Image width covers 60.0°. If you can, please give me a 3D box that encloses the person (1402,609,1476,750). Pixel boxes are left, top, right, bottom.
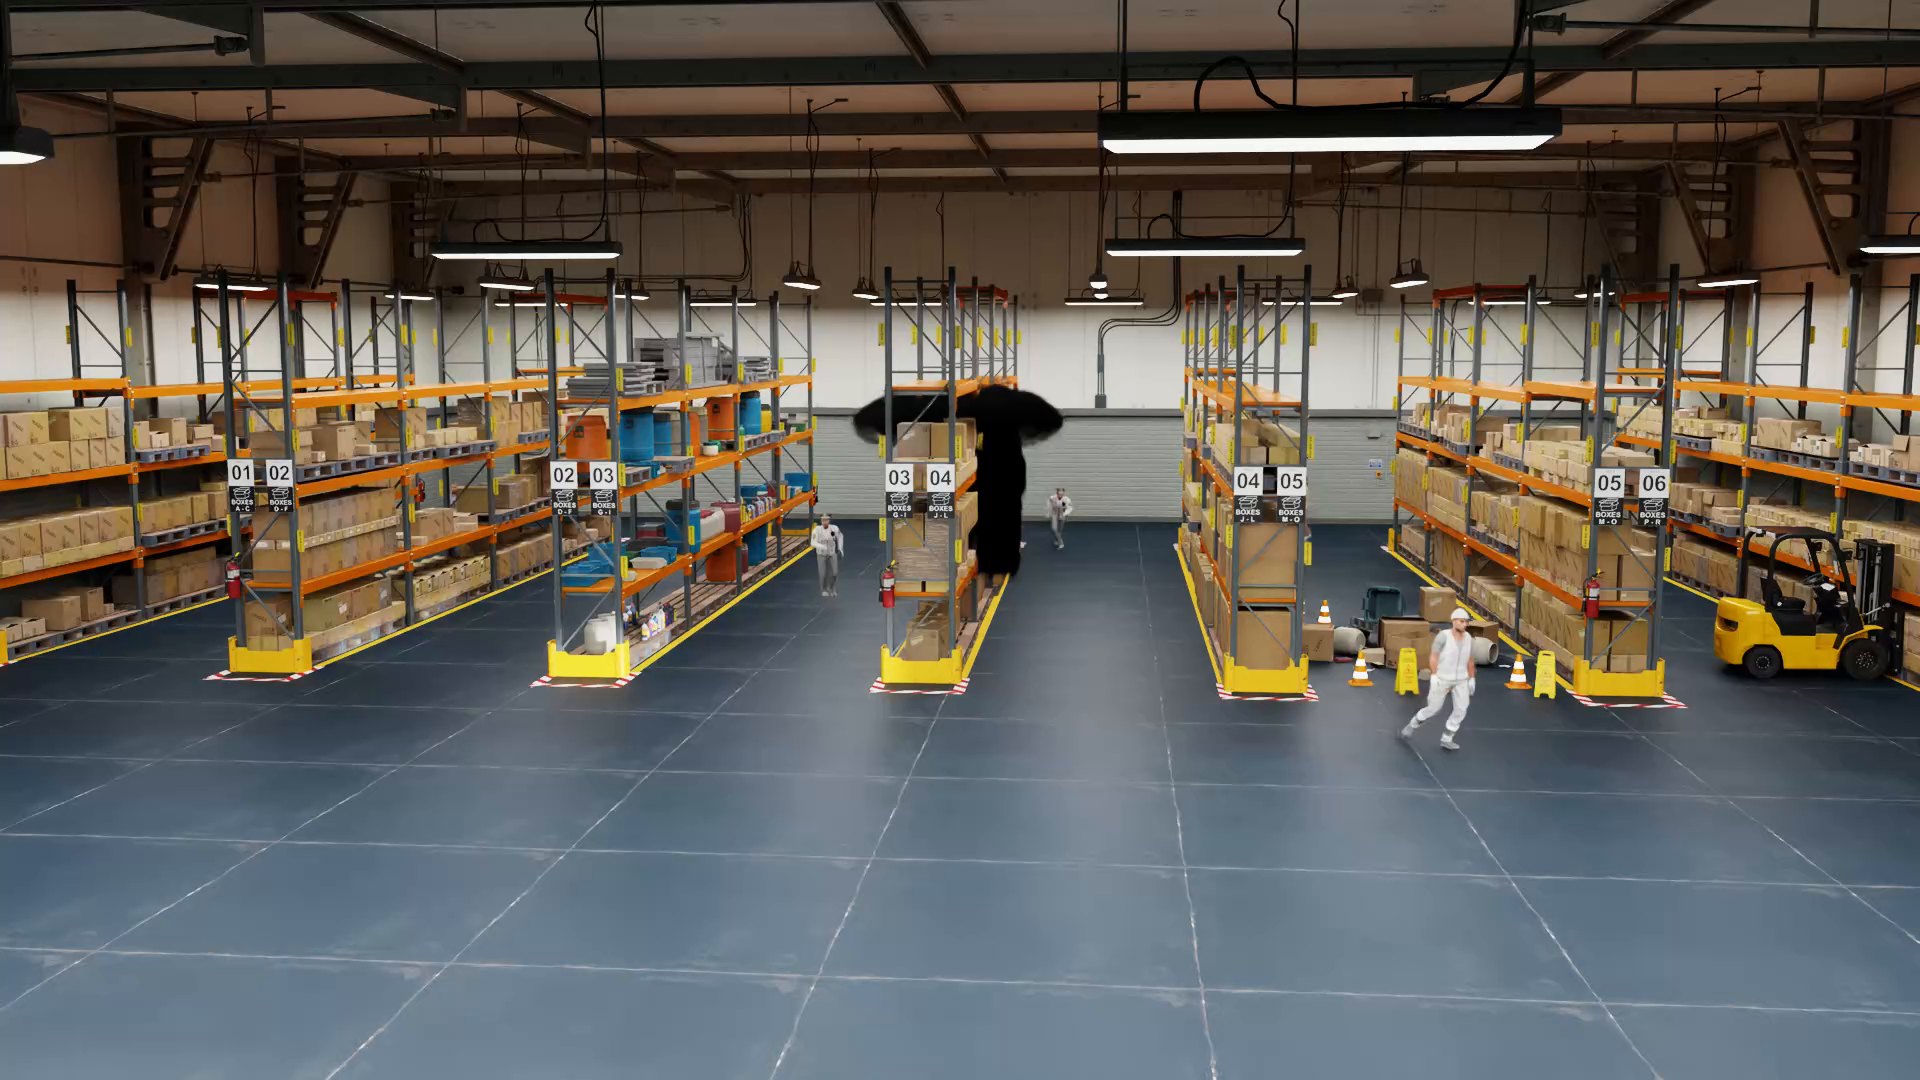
[{"bbox_3d":[5.886,1.675,20.329,0.822,1.727,0.603,-1,7,-10],"label":"person"}]

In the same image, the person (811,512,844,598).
[{"bbox_3d":[-2.407,0.275,30.161,0.608,1.602,0.797,-1,7,-9],"label":"person"}]

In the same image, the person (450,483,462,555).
[{"bbox_3d":[-11.648,-0.485,38.461,0.605,1.688,0.726,1,7,5],"label":"person"}]

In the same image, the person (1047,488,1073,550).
[{"bbox_3d":[2.383,-0.539,39.628,0.611,1.491,1.046,1,7,5],"label":"person"}]

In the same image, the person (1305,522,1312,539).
[{"bbox_3d":[8.254,-0.789,40.853,0.824,1.723,0.559,-1,7,-6],"label":"person"}]
